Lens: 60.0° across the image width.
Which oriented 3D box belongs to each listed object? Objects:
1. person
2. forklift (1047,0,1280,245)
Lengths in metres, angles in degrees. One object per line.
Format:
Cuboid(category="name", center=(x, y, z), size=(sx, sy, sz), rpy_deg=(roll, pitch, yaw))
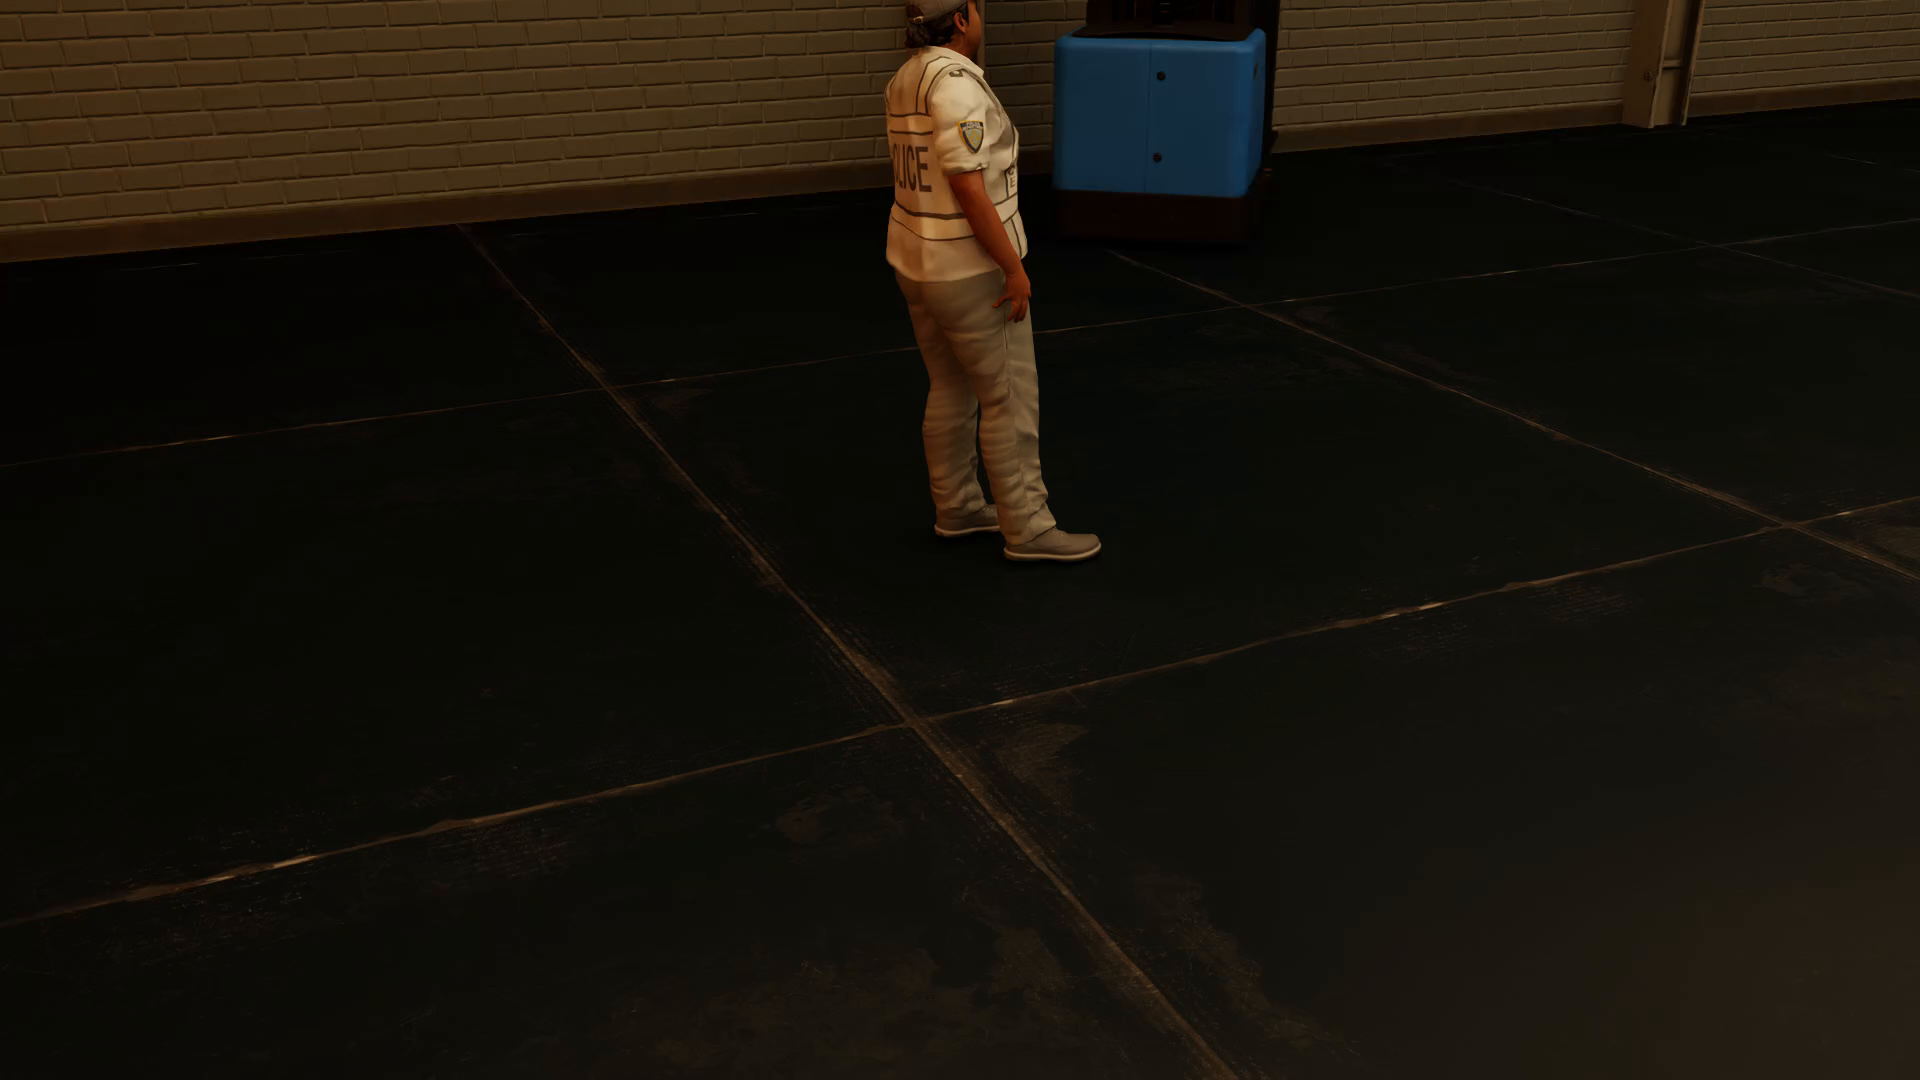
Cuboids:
Cuboid(category="person", center=(0.079, -0.780, 4.795), size=(0.529, 1.670, 0.598), rpy_deg=(-10, 25, -23))
Cuboid(category="forklift", center=(1.322, -3.421, 9.521), size=(1.130, 2.935, 3.031), rpy_deg=(5, 23, 13))
